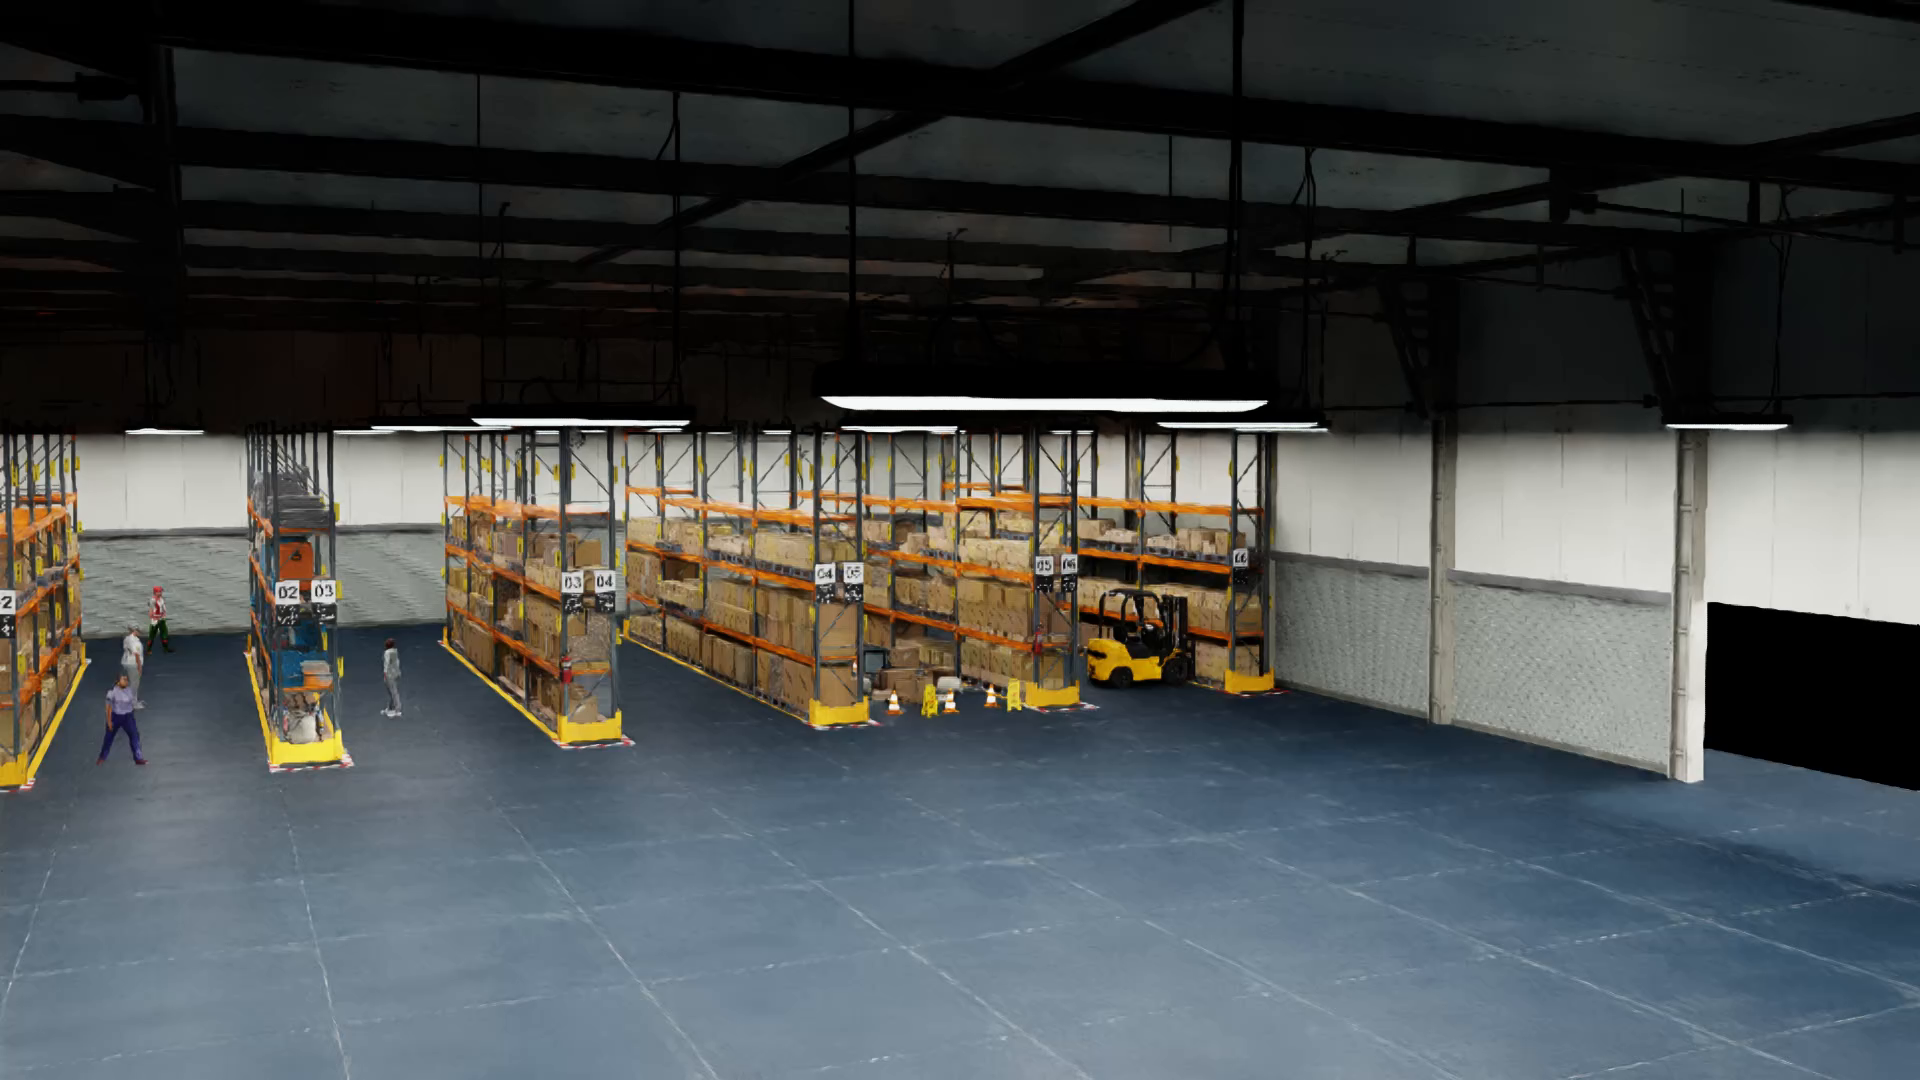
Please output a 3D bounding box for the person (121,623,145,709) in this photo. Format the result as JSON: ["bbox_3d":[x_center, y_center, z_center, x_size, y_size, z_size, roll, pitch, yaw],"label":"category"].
[{"bbox_3d":[-17.369,2.639,35.029,0.626,1.767,0.492,3,5,41],"label":"person"}]

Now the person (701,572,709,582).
[{"bbox_3d":[-7.638,1.785,49.665,0.602,1.658,0.420,3,4,36],"label":"person"}]

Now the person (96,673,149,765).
[{"bbox_3d":[-14.574,3.109,28.842,0.917,1.611,0.588,3,5,38],"label":"person"}]

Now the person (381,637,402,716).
[{"bbox_3d":[-11.669,2.782,34.079,0.527,1.592,0.522,0,4,7],"label":"person"}]

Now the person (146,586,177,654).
[{"bbox_3d":[-21.075,2.085,43.748,0.531,1.785,0.710,1,4,12],"label":"person"}]
